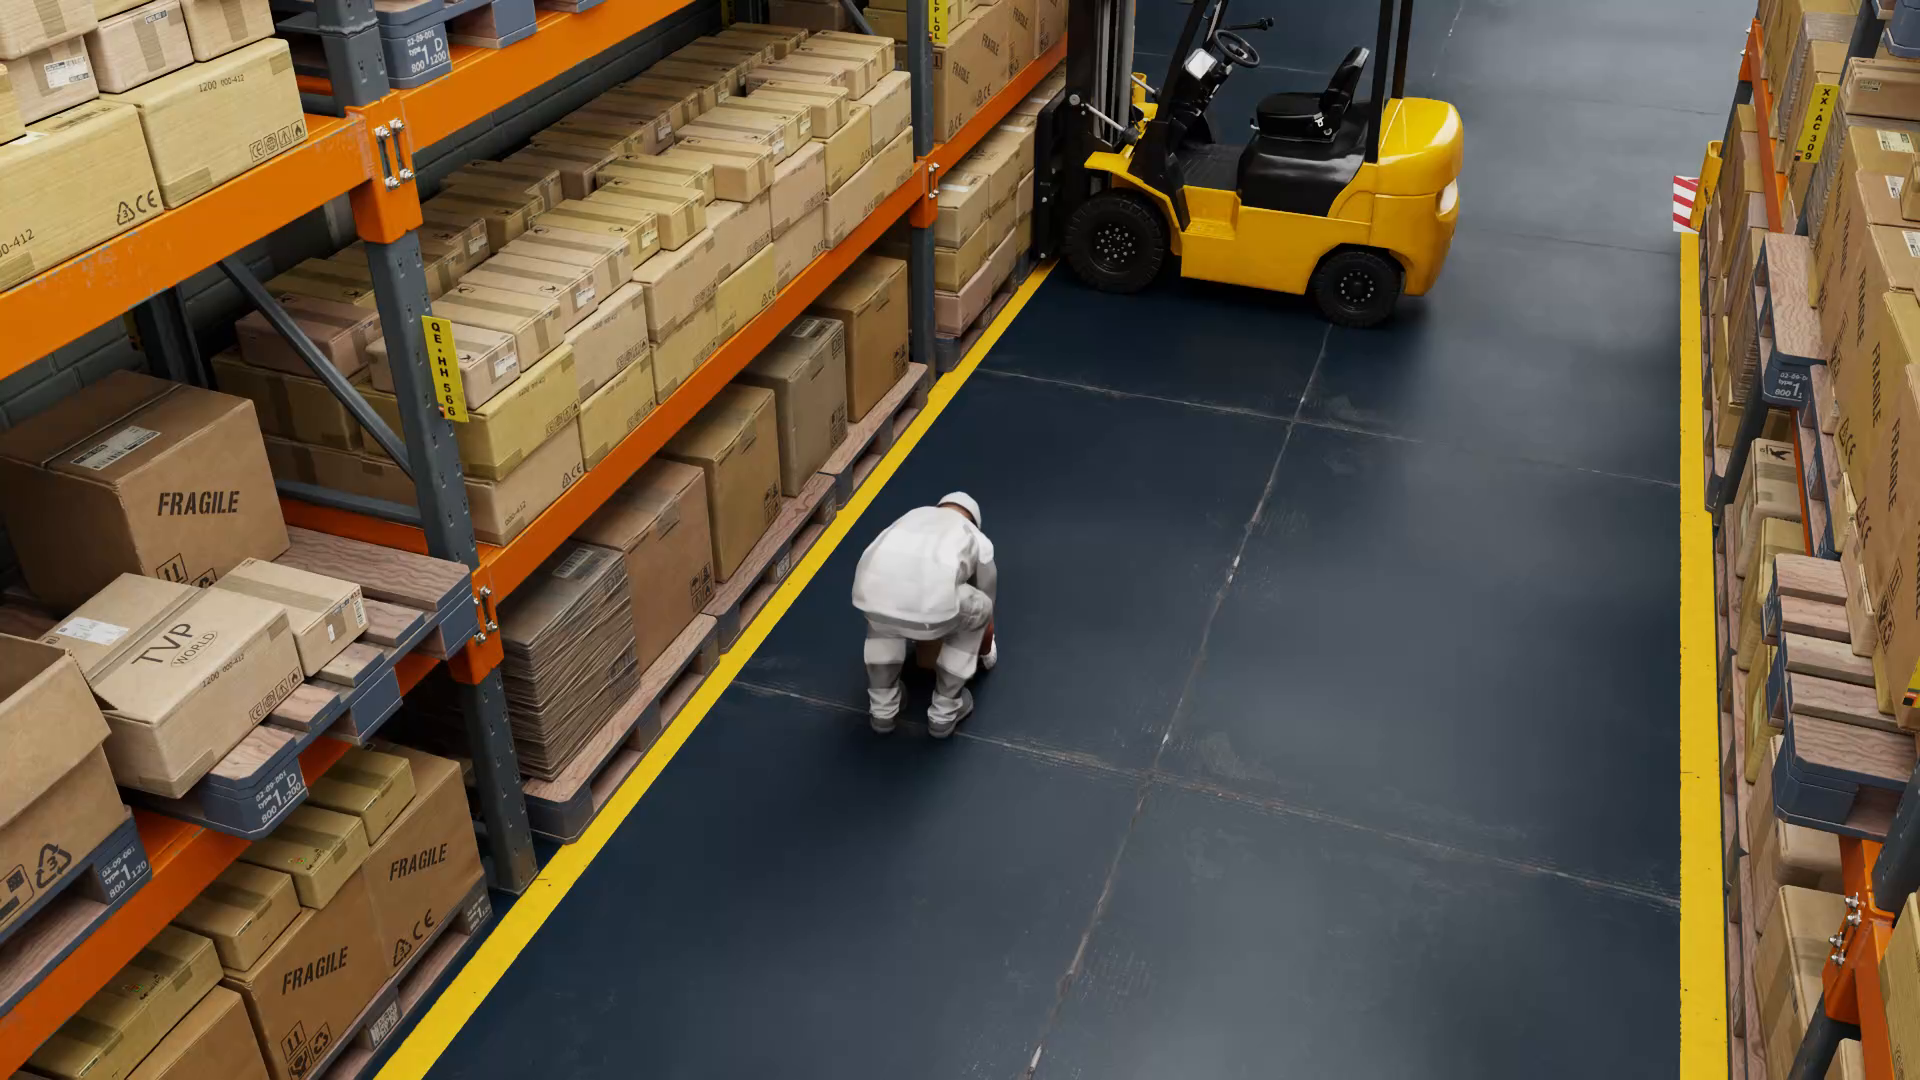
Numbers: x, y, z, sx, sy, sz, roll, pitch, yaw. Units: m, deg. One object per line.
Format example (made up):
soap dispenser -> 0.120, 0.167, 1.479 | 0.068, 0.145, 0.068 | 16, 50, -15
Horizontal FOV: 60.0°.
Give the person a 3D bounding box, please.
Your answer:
person -> -0.118, 0.256, 6.533 | 0.531, 0.925, 0.954 | 10, 34, 14
